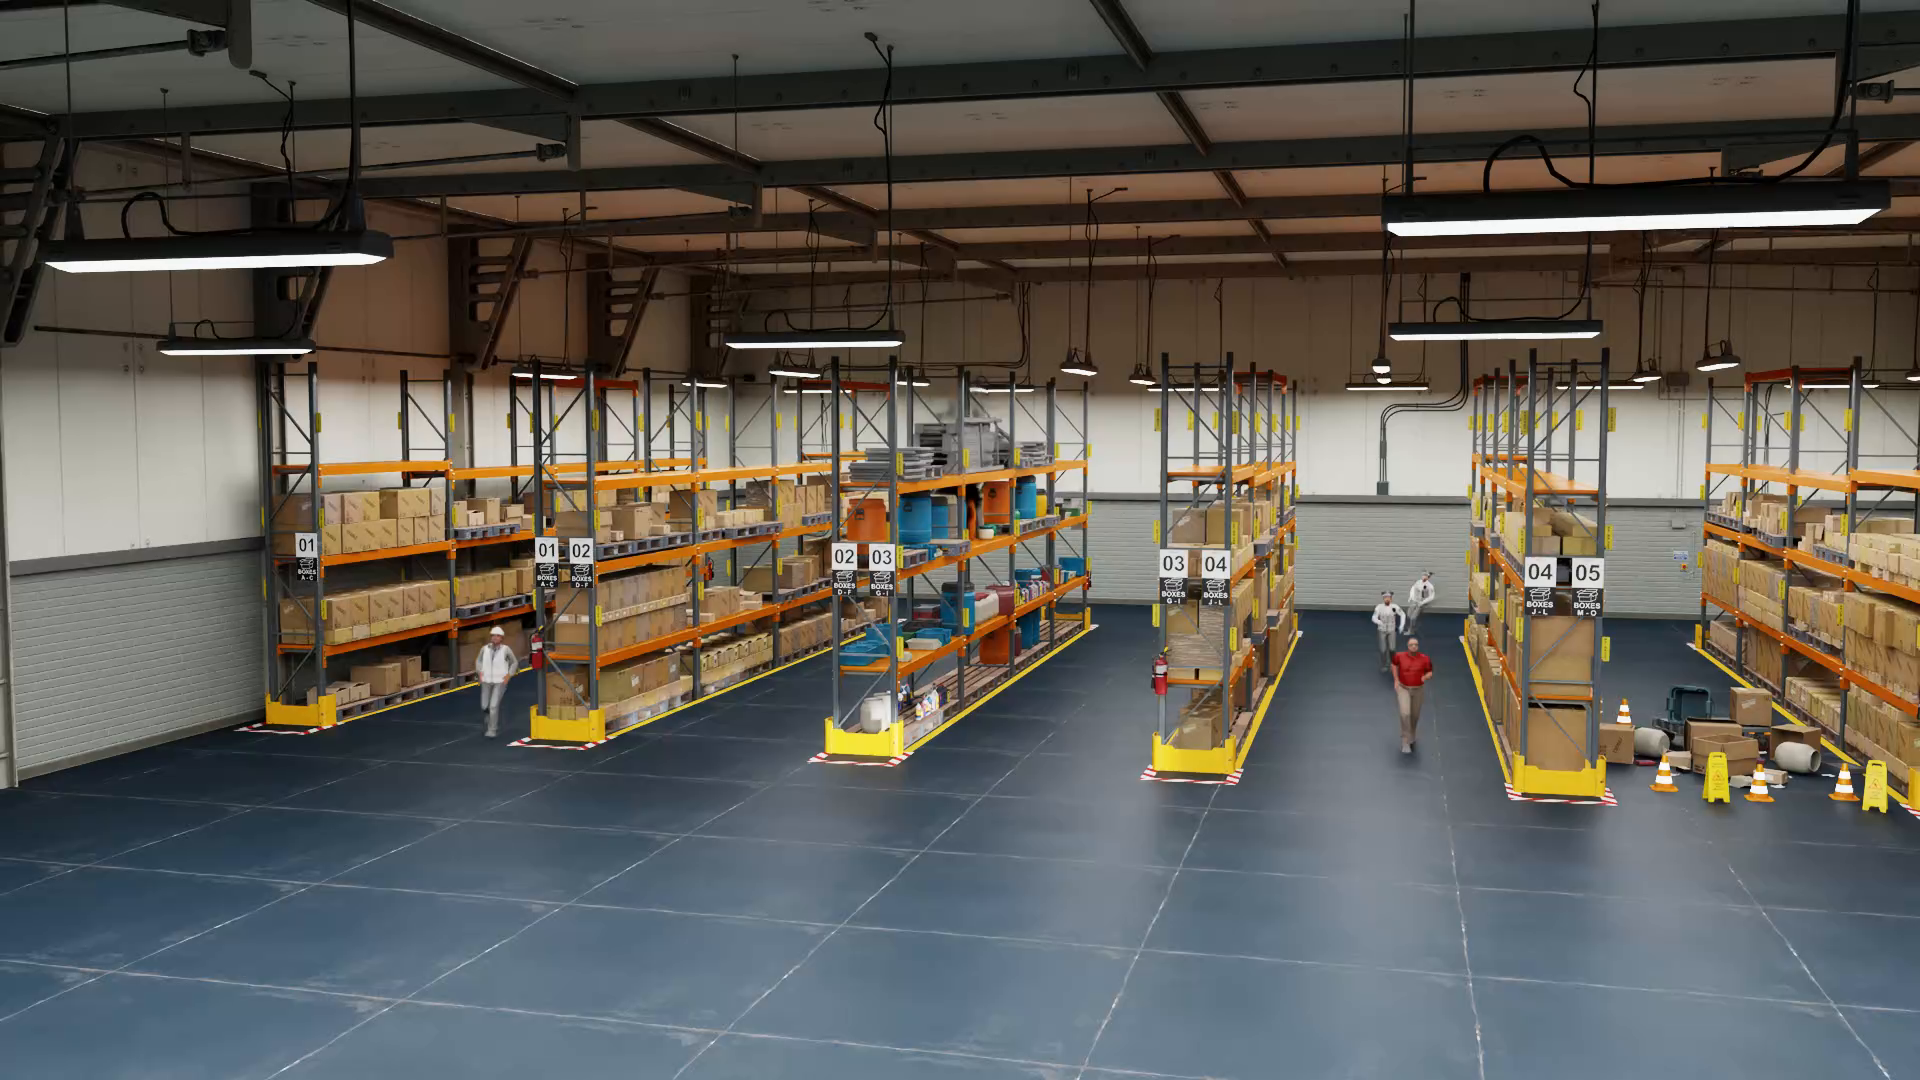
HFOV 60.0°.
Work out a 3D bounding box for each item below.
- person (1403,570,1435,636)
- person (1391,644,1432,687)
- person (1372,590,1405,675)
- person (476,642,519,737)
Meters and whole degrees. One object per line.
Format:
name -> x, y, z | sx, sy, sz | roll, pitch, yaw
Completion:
person -> 10.795, 1.464, 39.004 | 0.466, 1.581, 0.789 | -4, 6, -43
person -> 6.930, 1.904, 25.460 | 0.578, 0.689, 0.441 | 0, 4, 4
person -> 8.517, 1.845, 33.065 | 0.643, 1.708, 0.660 | 1, 4, 15
person -> -7.462, 2.396, 26.819 | 0.692, 1.525, 0.670 | 0, 4, -2
